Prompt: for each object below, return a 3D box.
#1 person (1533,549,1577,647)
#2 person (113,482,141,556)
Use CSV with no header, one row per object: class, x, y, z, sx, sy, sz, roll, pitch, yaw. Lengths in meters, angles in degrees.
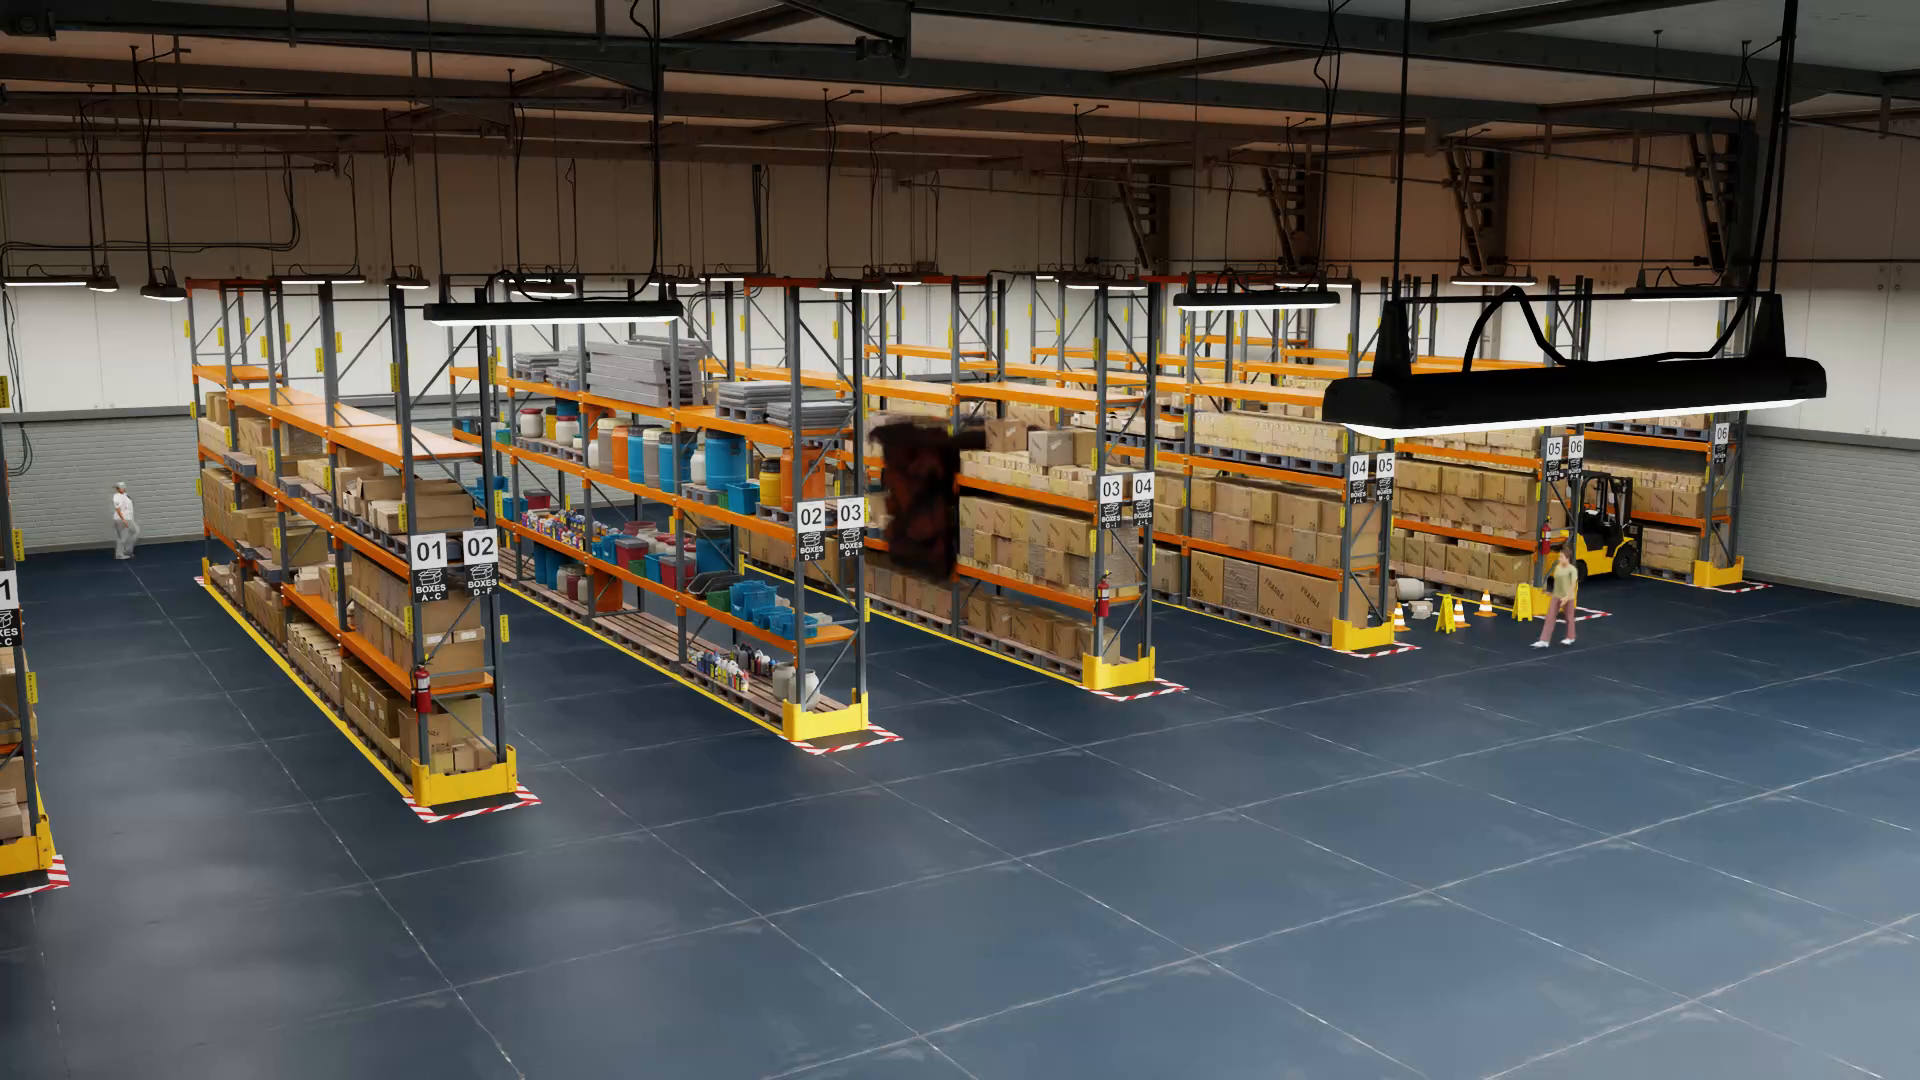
person,9.875,0.954,27.309,0.449,1.622,0.969,9,13,44
person,-17.792,-0.461,35.440,0.491,1.579,0.530,-3,10,-18
